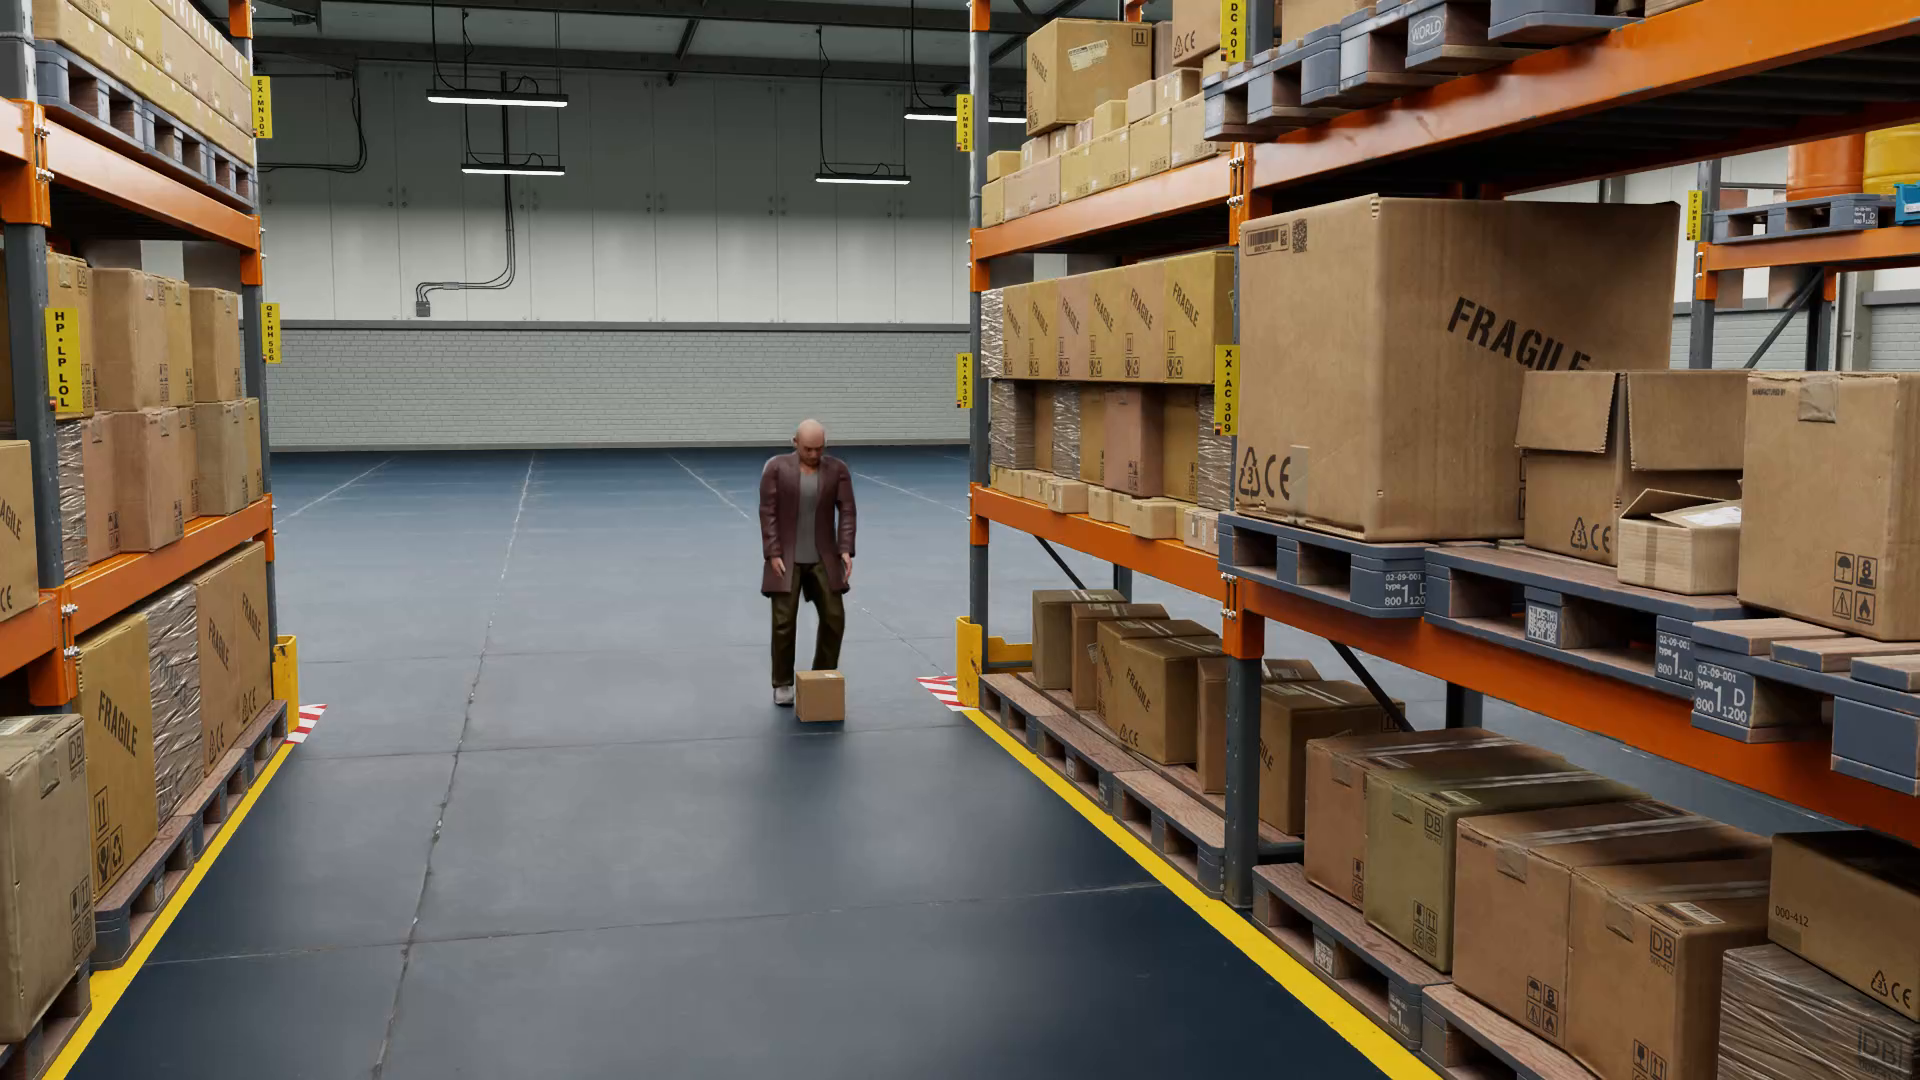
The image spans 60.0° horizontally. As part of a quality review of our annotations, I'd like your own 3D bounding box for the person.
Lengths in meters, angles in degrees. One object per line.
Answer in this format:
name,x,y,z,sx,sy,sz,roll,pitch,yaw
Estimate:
person,-0.914,0.126,10.036,0.595,1.715,0.448,-1,6,-13
